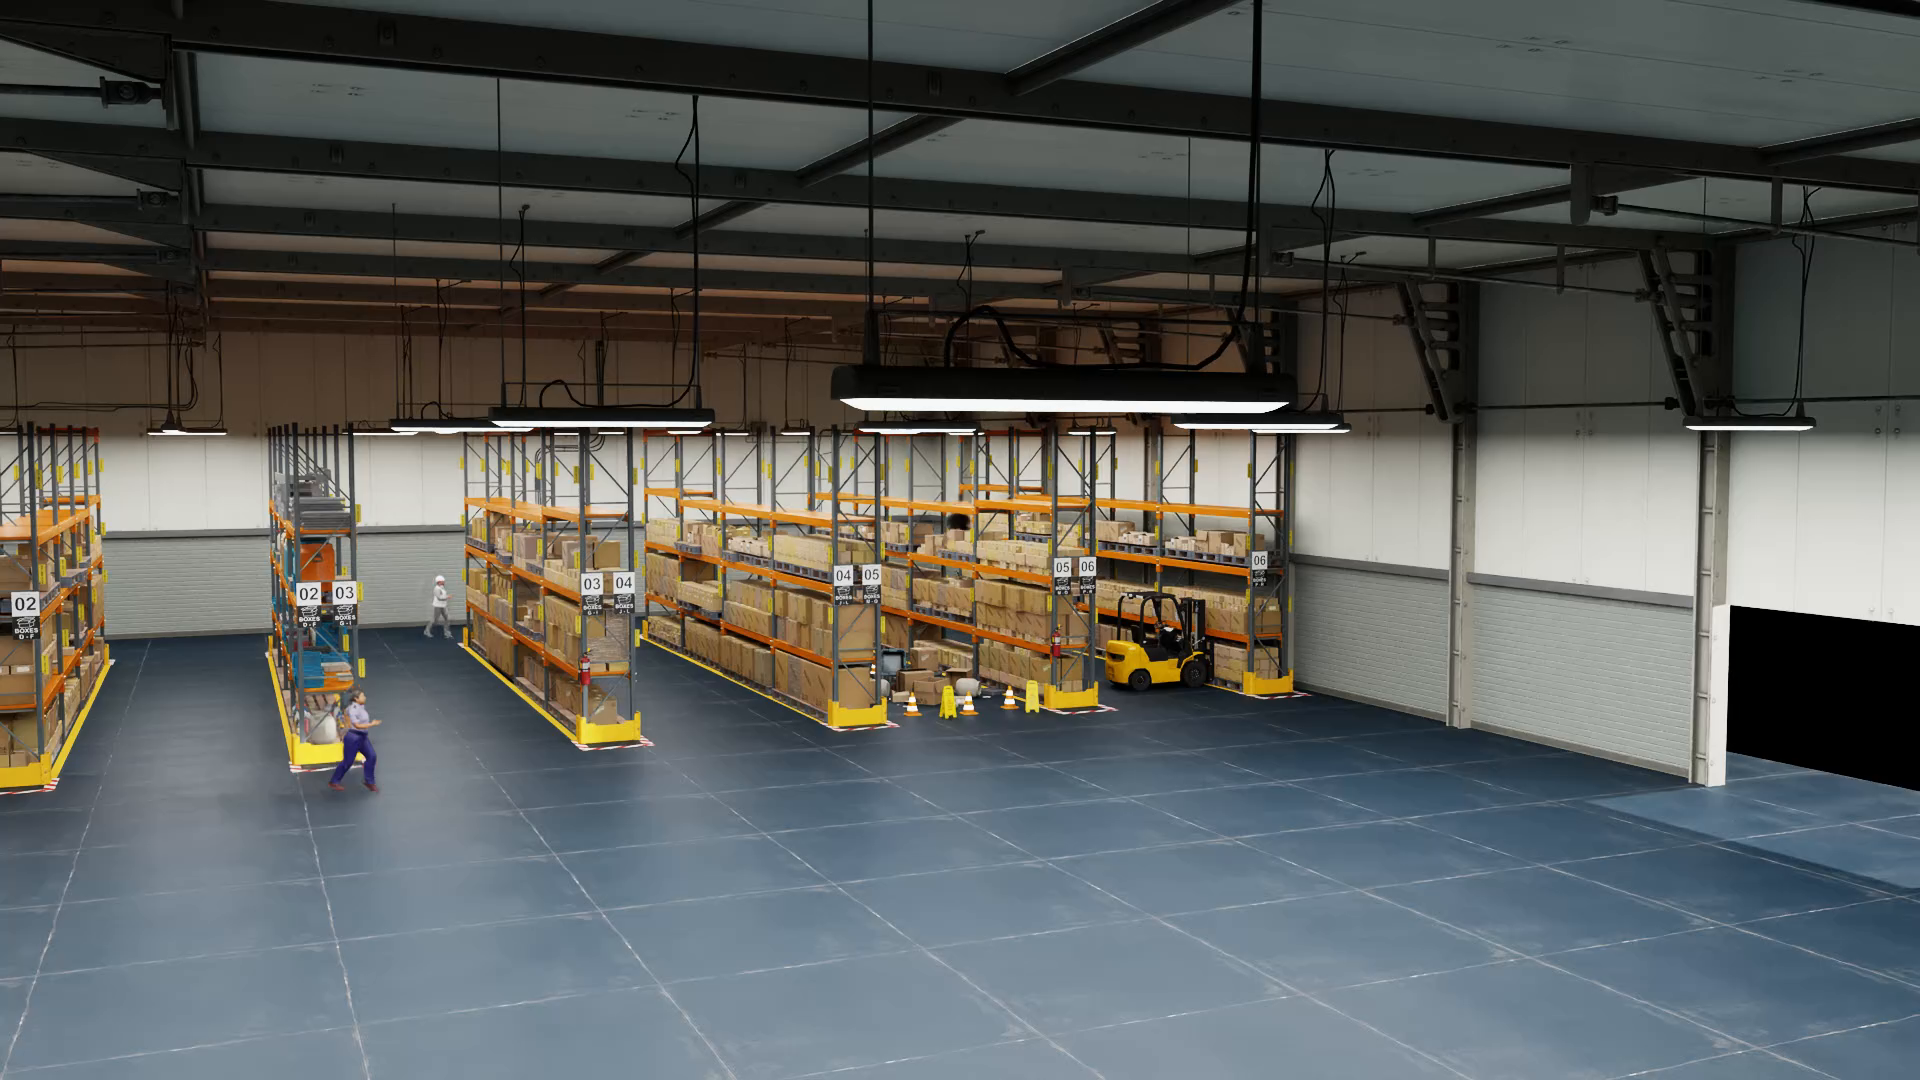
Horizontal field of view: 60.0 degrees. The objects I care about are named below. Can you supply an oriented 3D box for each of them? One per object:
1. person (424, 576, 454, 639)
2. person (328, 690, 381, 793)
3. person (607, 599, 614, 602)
[{"bbox_3d":[-14.860,1.934,47.423,0.866,1.826,0.634,0,3,1],"label":"person"},{"bbox_3d":[-9.748,3.269,26.793,0.842,1.694,0.560,0,3,-1],"label":"person"},{"bbox_3d":[-9.961,2.021,46.758,0.729,1.734,0.721,-3,4,-36],"label":"person"}]
